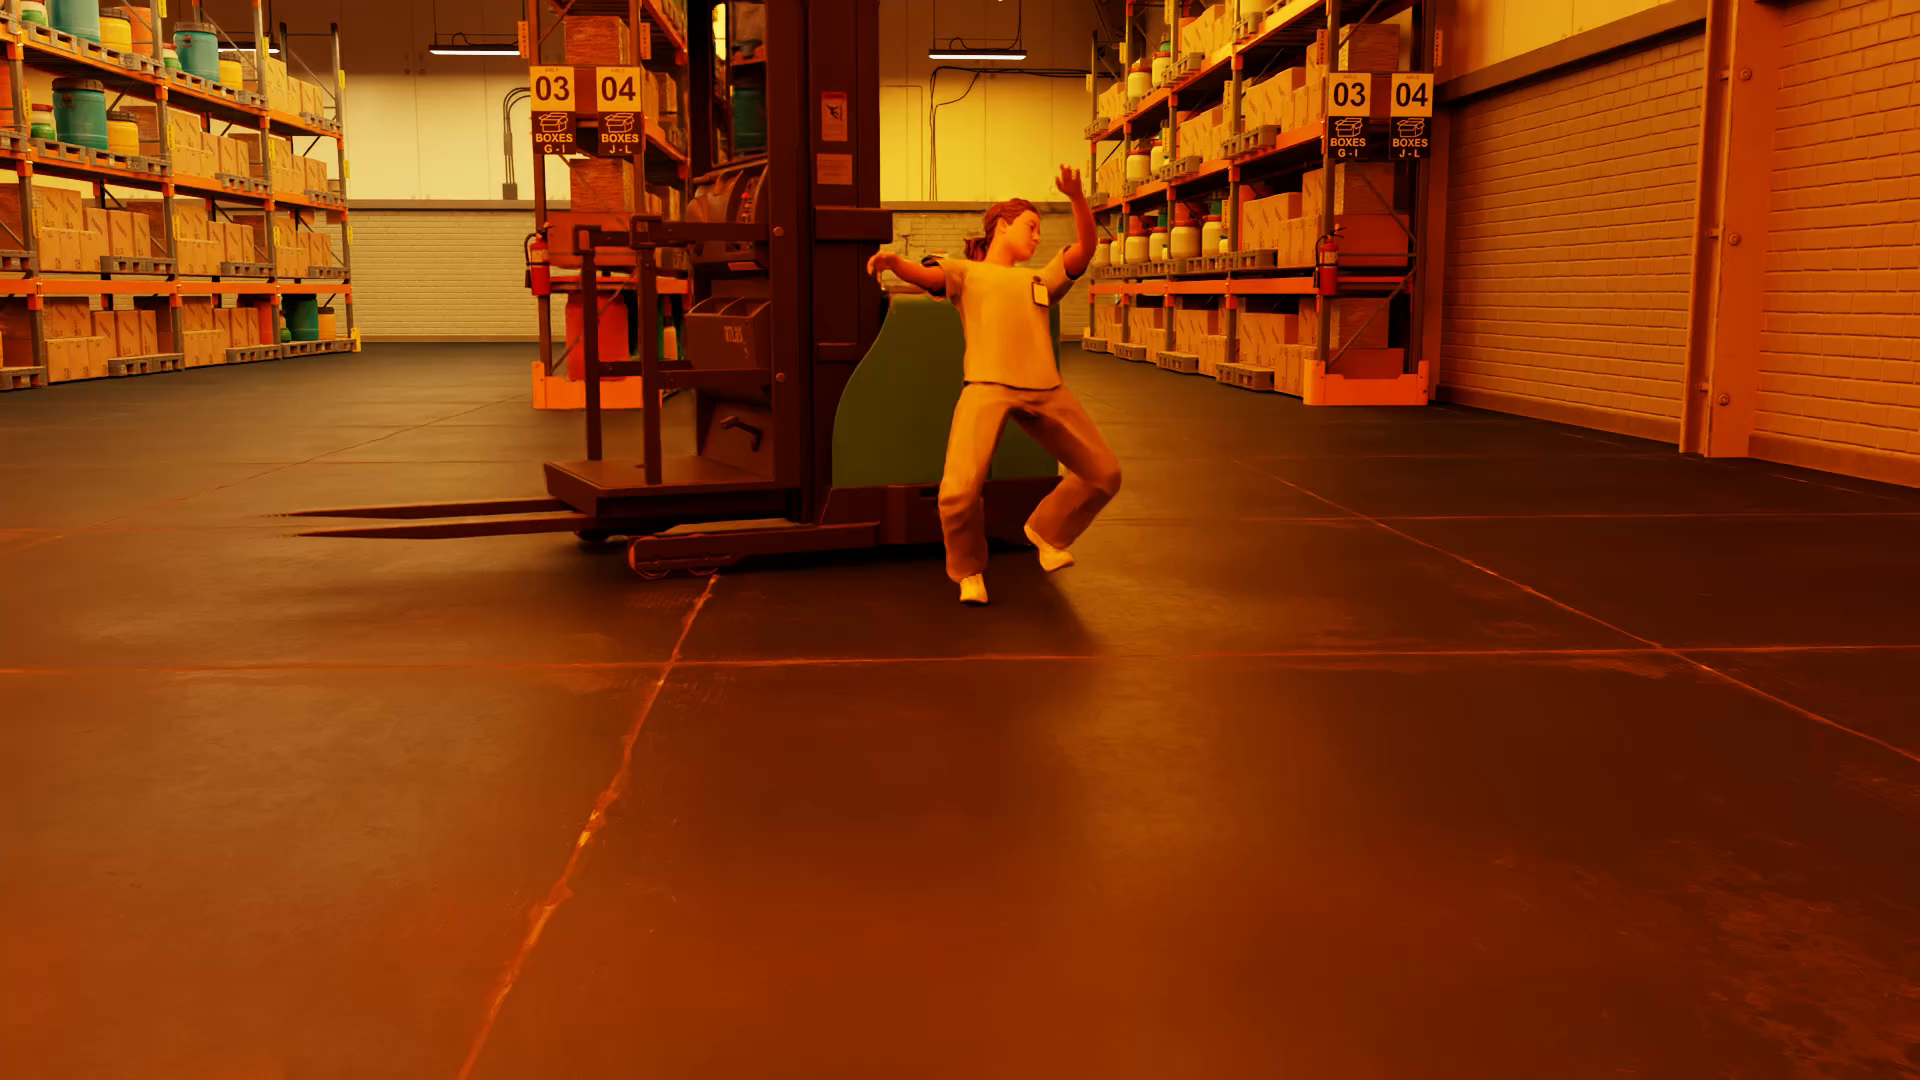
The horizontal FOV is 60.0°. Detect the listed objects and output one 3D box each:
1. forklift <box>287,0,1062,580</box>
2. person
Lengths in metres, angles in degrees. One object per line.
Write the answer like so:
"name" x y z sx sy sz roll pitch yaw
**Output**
"forklift" -1.127 -1.387 6.675 3.031 2.935 1.130 -4 9 -25
"person" 0.062 -0.531 5.773 0.987 1.486 0.669 -4 10 -28
